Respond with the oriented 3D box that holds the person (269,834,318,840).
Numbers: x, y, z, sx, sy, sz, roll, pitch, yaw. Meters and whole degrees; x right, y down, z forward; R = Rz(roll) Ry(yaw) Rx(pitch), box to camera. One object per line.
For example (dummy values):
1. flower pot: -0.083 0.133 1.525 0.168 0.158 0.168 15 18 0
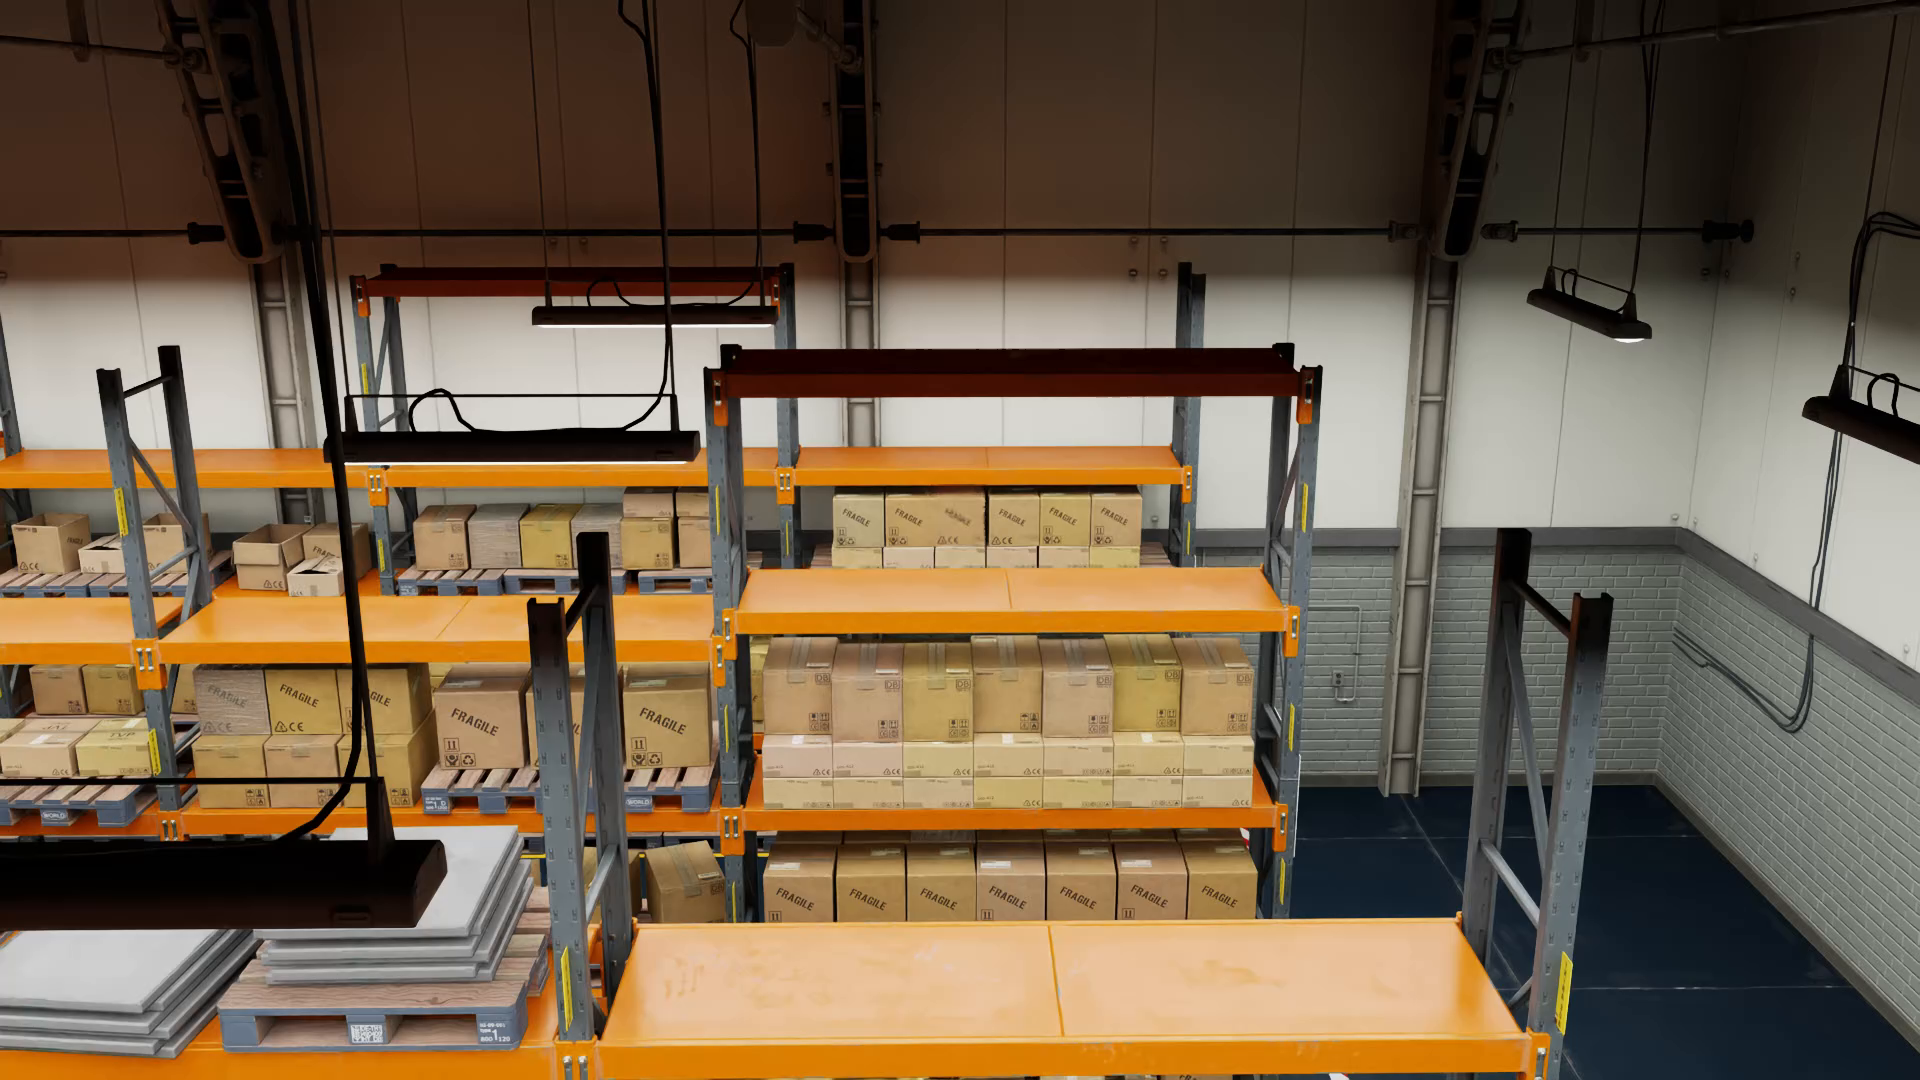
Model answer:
1. person: -5.966 3.040 14.935 0.451 1.654 0.566 3 16 10
